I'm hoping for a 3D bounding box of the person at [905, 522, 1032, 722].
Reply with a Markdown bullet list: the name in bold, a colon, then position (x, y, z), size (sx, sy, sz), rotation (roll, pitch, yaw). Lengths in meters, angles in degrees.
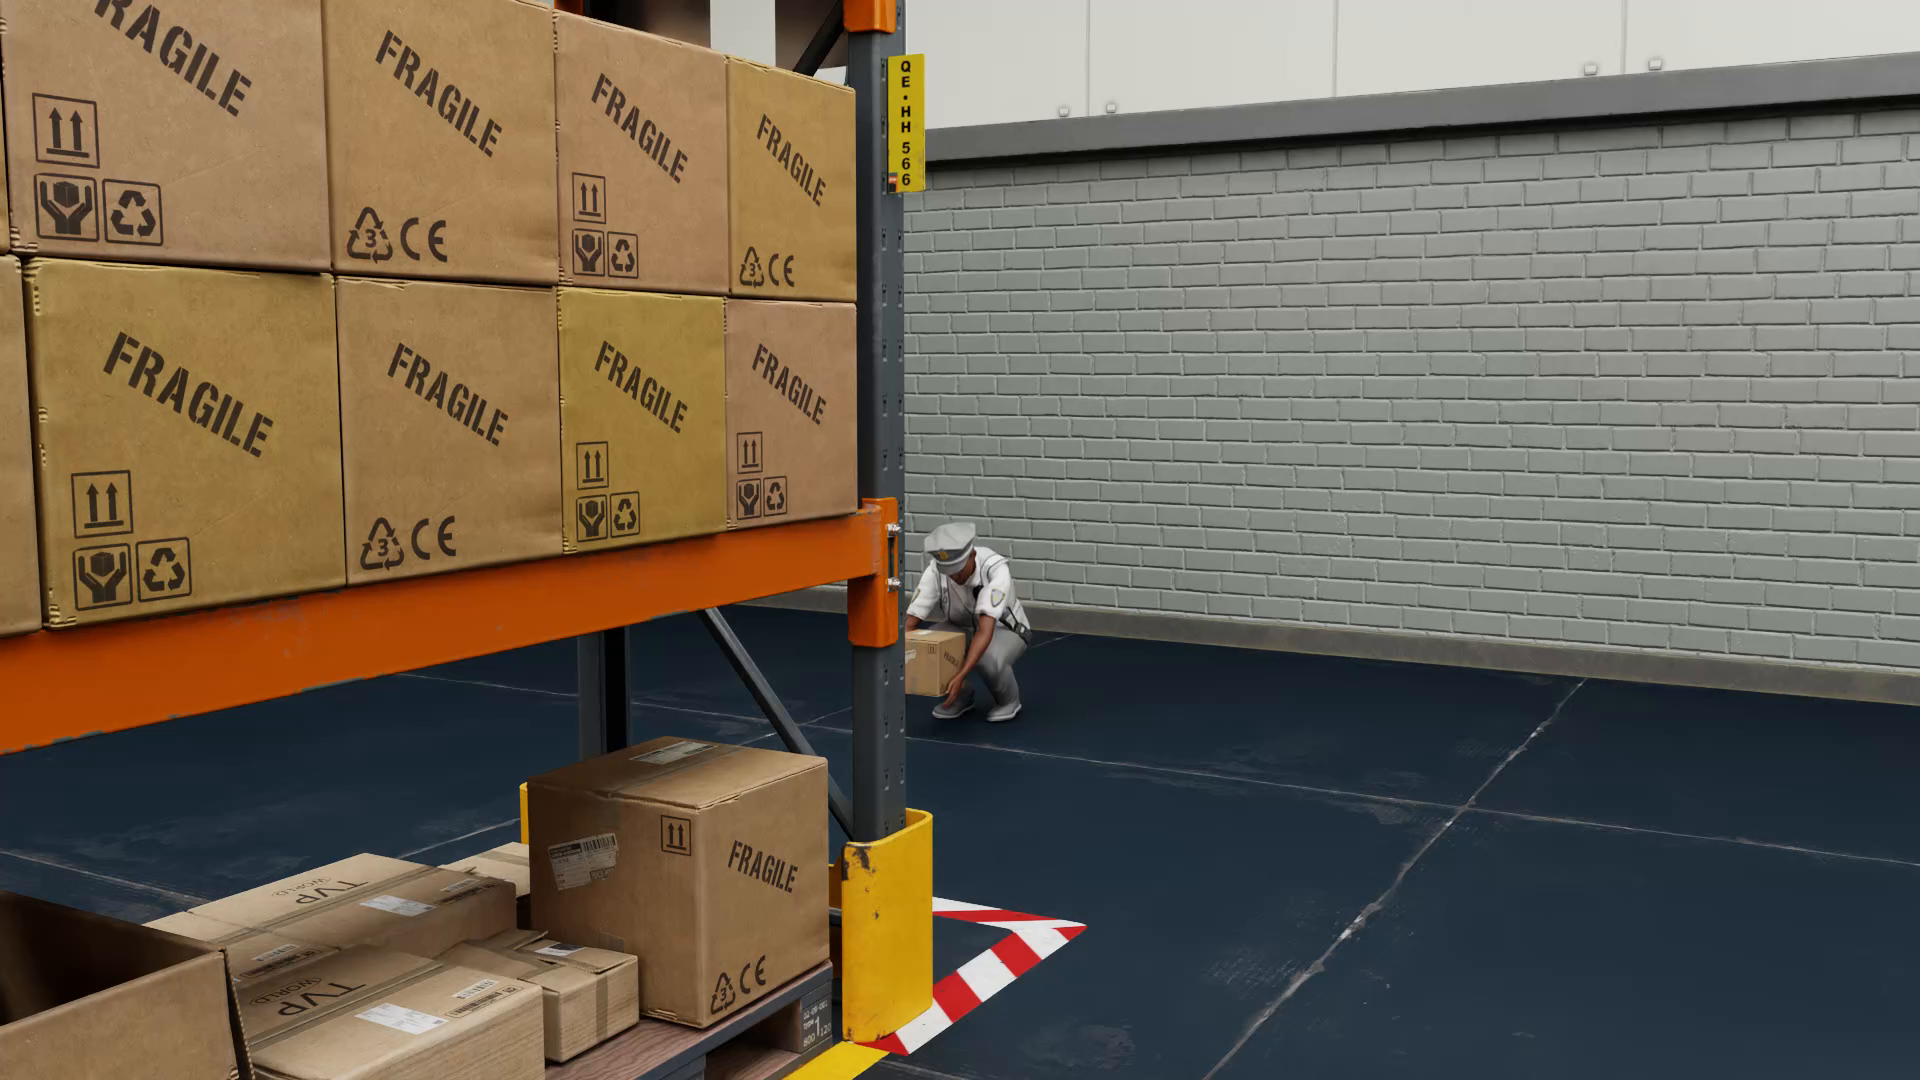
- **person**: position (0.021, 0.377, 7.741), size (0.502, 0.957, 0.834), rotation (3, 7, 28)
